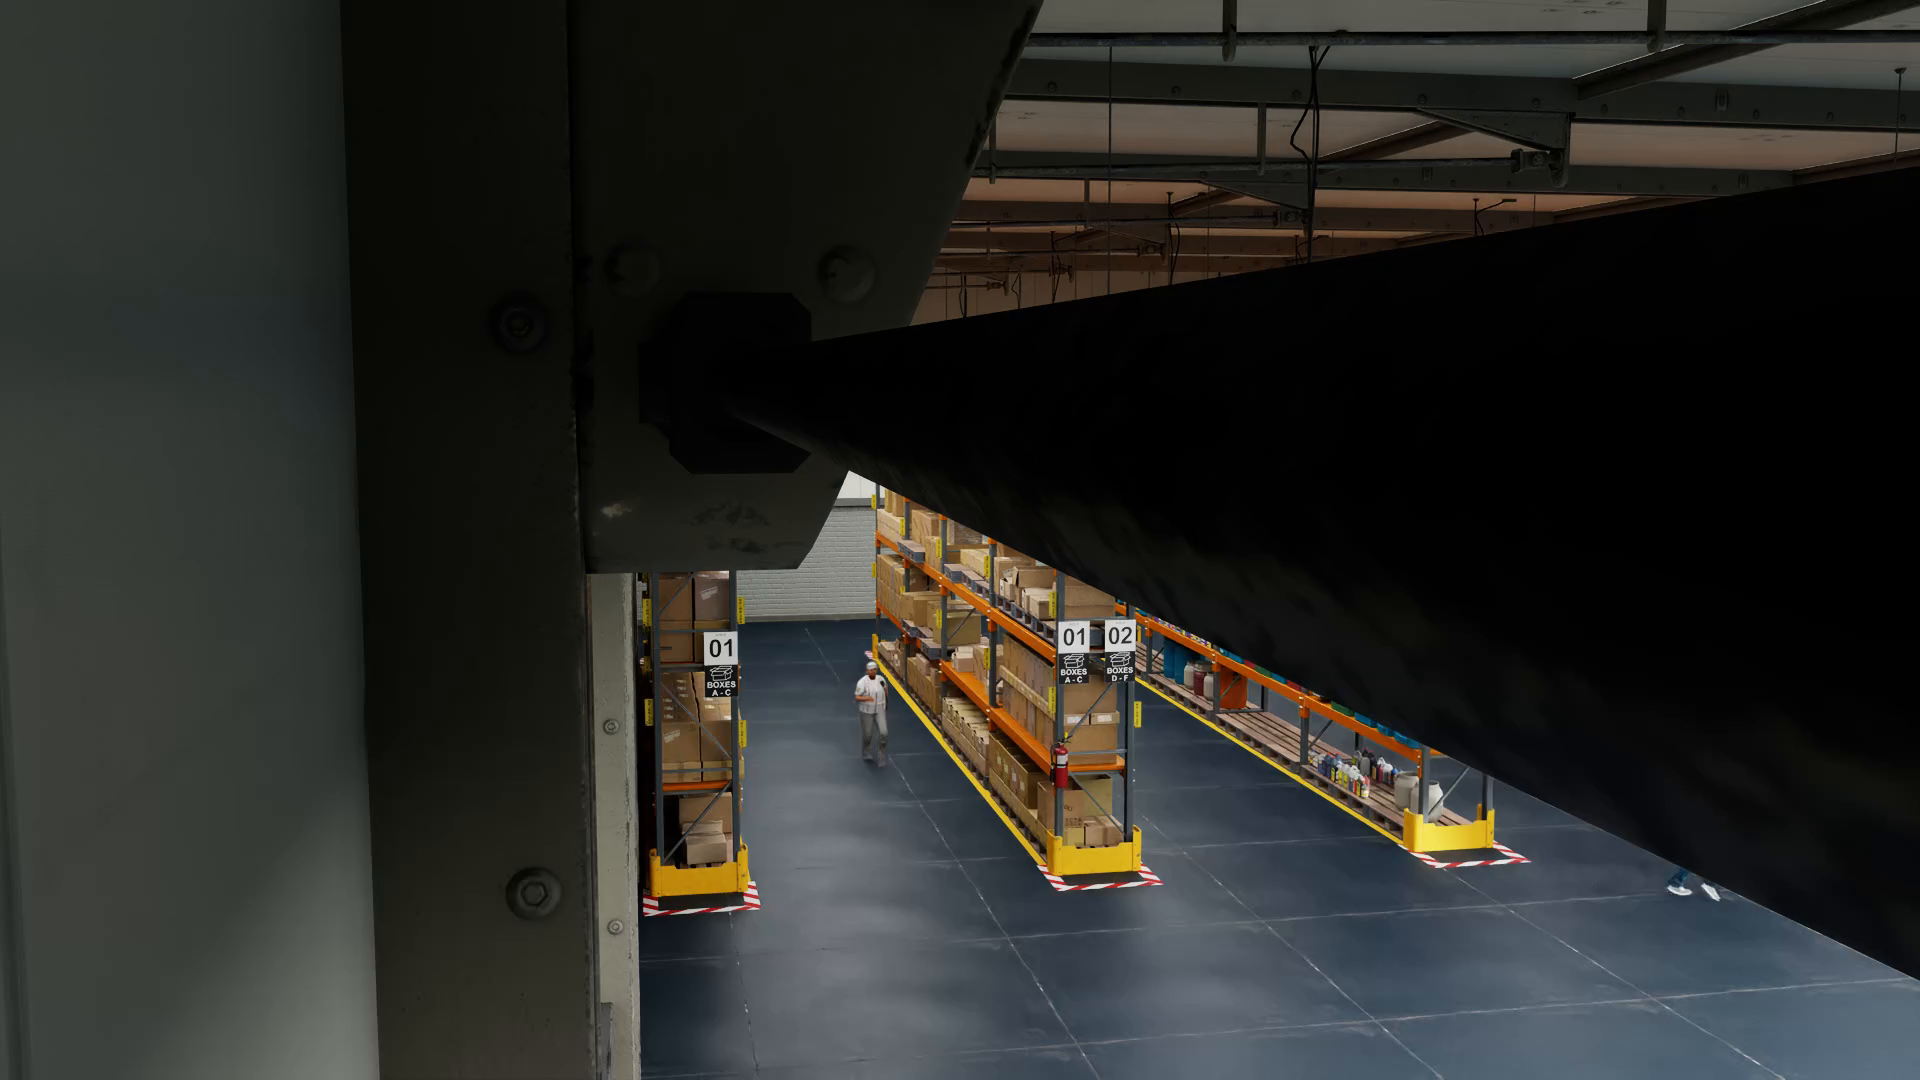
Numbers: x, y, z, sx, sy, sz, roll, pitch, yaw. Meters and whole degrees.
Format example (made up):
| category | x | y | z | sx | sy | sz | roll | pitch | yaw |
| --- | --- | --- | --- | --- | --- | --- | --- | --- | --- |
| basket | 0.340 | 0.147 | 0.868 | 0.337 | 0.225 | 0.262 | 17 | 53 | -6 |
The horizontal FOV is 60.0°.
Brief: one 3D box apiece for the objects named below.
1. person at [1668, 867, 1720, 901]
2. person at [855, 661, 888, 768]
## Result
| category | x | y | z | sx | sy | sz | roll | pitch | yaw |
| --- | --- | --- | --- | --- | --- | --- | --- | --- | --- |
| person | 8.852 | 3.519 | 19.862 | 0.690 | 1.609 | 0.546 | 3 | 6 | 23 |
| person | -1.399 | 2.790 | 26.605 | 0.583 | 1.725 | 0.746 | -2 | 6 | -16 |
